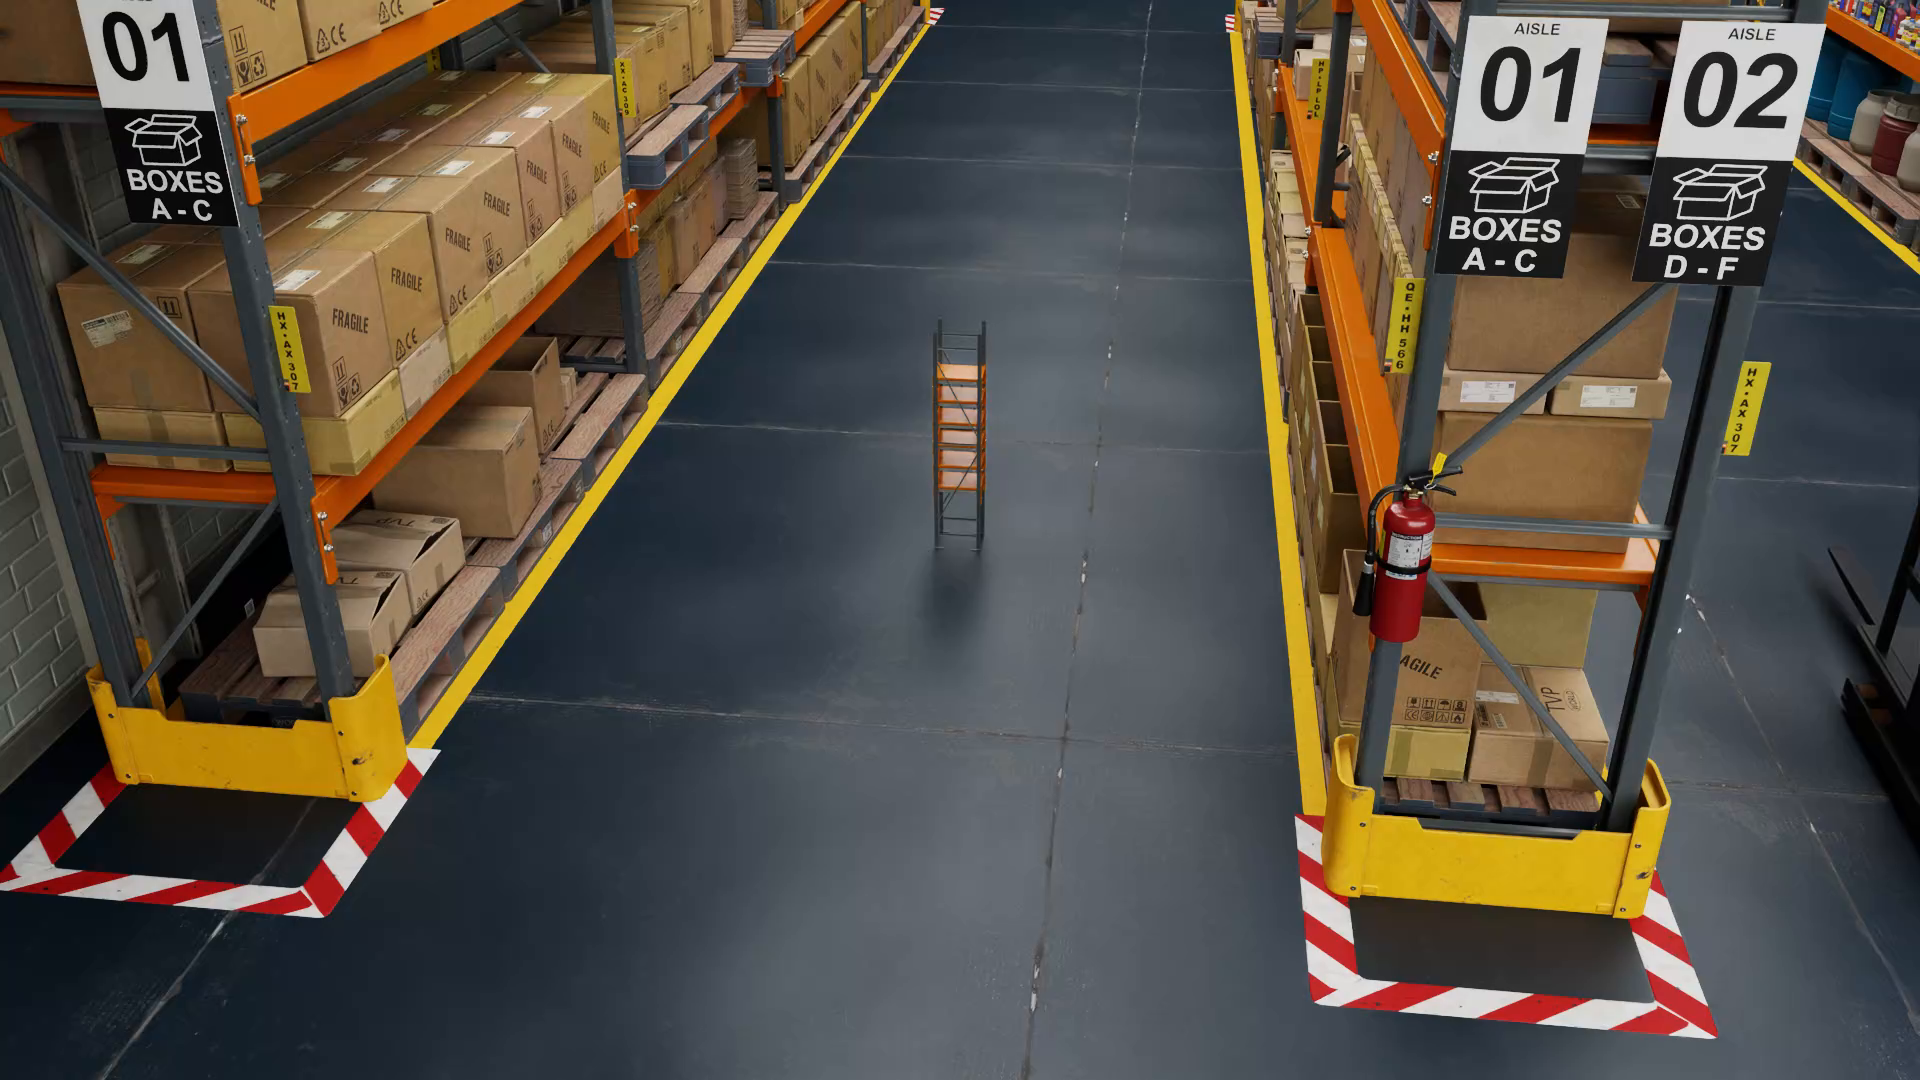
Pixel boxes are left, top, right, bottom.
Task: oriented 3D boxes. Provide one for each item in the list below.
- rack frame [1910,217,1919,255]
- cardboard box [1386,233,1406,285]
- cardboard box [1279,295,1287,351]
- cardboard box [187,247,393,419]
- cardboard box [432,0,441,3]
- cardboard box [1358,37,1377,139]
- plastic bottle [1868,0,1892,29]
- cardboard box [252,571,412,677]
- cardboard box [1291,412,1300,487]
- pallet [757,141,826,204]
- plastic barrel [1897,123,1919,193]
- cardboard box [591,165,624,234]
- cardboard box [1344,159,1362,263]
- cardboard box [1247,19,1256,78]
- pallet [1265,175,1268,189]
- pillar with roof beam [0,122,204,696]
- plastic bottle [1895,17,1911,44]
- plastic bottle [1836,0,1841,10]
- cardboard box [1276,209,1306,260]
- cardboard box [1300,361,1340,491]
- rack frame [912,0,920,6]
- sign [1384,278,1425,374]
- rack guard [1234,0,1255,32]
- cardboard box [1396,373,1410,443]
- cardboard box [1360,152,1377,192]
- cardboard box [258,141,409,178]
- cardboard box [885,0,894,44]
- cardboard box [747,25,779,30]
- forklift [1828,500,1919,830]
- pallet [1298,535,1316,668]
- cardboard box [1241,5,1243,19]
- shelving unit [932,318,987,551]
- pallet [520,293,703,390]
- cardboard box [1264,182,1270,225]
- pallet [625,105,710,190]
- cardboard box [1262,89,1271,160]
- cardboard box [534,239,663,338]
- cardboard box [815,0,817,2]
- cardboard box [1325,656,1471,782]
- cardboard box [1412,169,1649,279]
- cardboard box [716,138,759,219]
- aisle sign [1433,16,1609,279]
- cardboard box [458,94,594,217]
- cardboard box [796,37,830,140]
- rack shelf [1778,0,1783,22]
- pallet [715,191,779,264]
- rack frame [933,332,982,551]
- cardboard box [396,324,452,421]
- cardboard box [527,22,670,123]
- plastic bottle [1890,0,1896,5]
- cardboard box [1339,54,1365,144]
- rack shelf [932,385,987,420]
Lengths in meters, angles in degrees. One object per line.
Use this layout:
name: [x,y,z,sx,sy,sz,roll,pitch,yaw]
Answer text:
rack frame: [7.880,-3.519,12.119,1.000,3.000,0.127,3,28,6]
cardboard box: [1.999,-1.173,6.975,0.380,0.149,0.250,4,29,8]
cardboard box: [2.301,-1.350,10.549,0.500,0.250,0.500,3,28,5]
cardboard box: [-2.576,-0.809,6.435,0.500,0.500,0.500,3,28,6]
cardboard box: [-2.438,-2.594,7.113,0.500,0.500,0.500,5,29,9]
cardboard box: [2.426,-2.331,8.442,0.700,0.500,0.500,3,29,6]
plastic bottle: [7.746,-4.473,13.941,0.144,0.351,0.185,3,28,6]
cardboard box: [-2.759,0.341,7.326,0.500,0.311,0.500,0,28,0]
cardboard box: [2.050,-0.464,8.905,0.500,0.250,0.500,3,28,6]
pallet: [-1.781,-3.234,14.530,1.003,0.211,1.213,3,28,6]
plastic barrel: [7.903,-3.111,13.542,0.421,0.512,0.421,0,28,0]
cardboard box: [-2.200,-1.914,9.277,0.500,0.250,0.500,3,29,6]
cardboard box: [2.426,-1.760,8.749,0.700,0.500,0.500,3,28,5]
cardboard box: [3.243,-5.069,17.168,0.500,0.500,0.500,3,28,6]
pallet: [3.093,-2.930,13.966,1.003,0.211,1.213,3,28,6]
pillar with roof beam: [0.567,-3.099,5.015,9.100,9.000,0.400,3,28,6]
plastic bottle: [7.650,-4.129,13.461,0.097,0.201,0.097,0,28,0]
plastic bottle: [7.825,-4.802,14.709,0.097,0.201,0.097,0,28,0]
cardboard box: [2.426,-2.070,11.295,0.500,0.311,0.500,3,28,6]
cardboard box: [1.984,-0.559,8.291,0.500,0.500,0.500,3,28,6]
rack frame: [-0.972,-7.860,20.177,1.000,3.000,0.127,3,28,6]
sign: [1.447,-0.695,5.406,0.100,0.325,0.005,3,28,6]
rack guard: [3.935,-6.438,20.173,1.175,0.500,0.348,3,28,6]
cardboard box: [2.114,-0.553,6.509,0.700,0.500,0.500,4,29,8]
cardboard box: [2.158,-1.777,8.096,0.380,0.149,0.250,3,28,6]
cardboard box: [-2.894,-1.553,7.816,0.500,0.500,0.500,4,29,7]
cardboard box: [-1.139,-5.886,18.705,0.700,0.500,0.500,4,29,7]
cardboard box: [-1.682,-4.134,13.505,0.380,0.149,0.250,3,28,5]
forklift: [4.390,-0.343,6.296,1.130,2.935,3.031,5,29,8]
pallet: [2.188,0.250,8.063,1.003,0.211,1.213,3,28,6]
cardboard box: [3.522,-6.226,19.667,0.380,0.166,0.250,3,28,6]
shelving unit: [-0.002,-0.521,8.453,0.258,1.200,0.189,3,28,6]
pallet: [-2.349,-1.351,11.034,1.003,0.211,1.213,3,28,6]
cardboard box: [2.609,-2.553,12.783,0.500,0.250,0.500,3,28,6]
pallet: [-2.205,-2.478,10.390,1.003,0.211,1.213,3,28,6]
cardboard box: [2.910,-3.599,14.440,0.500,0.500,0.500,2,28,4]
cardboard box: [-2.369,-1.652,10.826,0.700,0.500,0.500,4,29,8]
cardboard box: [-1.466,-4.980,15.075,0.380,0.149,0.250,4,29,8]
cardboard box: [1.757,0.713,6.719,0.500,0.250,0.500,3,28,6]
cardboard box: [2.120,-1.150,6.248,0.700,0.500,0.500,3,28,5]
cardboard box: [-1.989,-2.846,13.041,0.700,0.500,0.500,4,29,7]
aisle sign: [1.685,-1.173,5.024,0.394,0.787,0.004,3,28,6]
cardboard box: [-2.249,-2.009,8.662,0.500,0.500,0.500,3,28,6]
cardboard box: [-1.618,-4.083,14.991,0.750,0.750,0.750,3,28,6]
rack shelf: [8.615,-6.026,17.532,1.077,0.370,4.000,3,28,6]
pallet: [-2.050,-2.499,13.166,1.003,0.211,1.213,3,28,6]
rack frame: [-0.013,-0.478,8.373,0.240,1.200,0.006,3,28,6]
cardboard box: [-2.508,-0.728,7.076,0.500,0.250,0.500,2,28,5]
cardboard box: [-2.271,-2.950,10.493,0.700,0.500,0.500,6,29,11]
plastic bottle: [7.746,-4.367,13.816,0.061,0.283,0.133,3,28,6]
cardboard box: [2.710,-2.814,10.705,0.500,0.500,0.500,3,28,6]
rack shelf: [-0.002,-0.694,8.360,0.258,0.103,0.180,3,28,6]
